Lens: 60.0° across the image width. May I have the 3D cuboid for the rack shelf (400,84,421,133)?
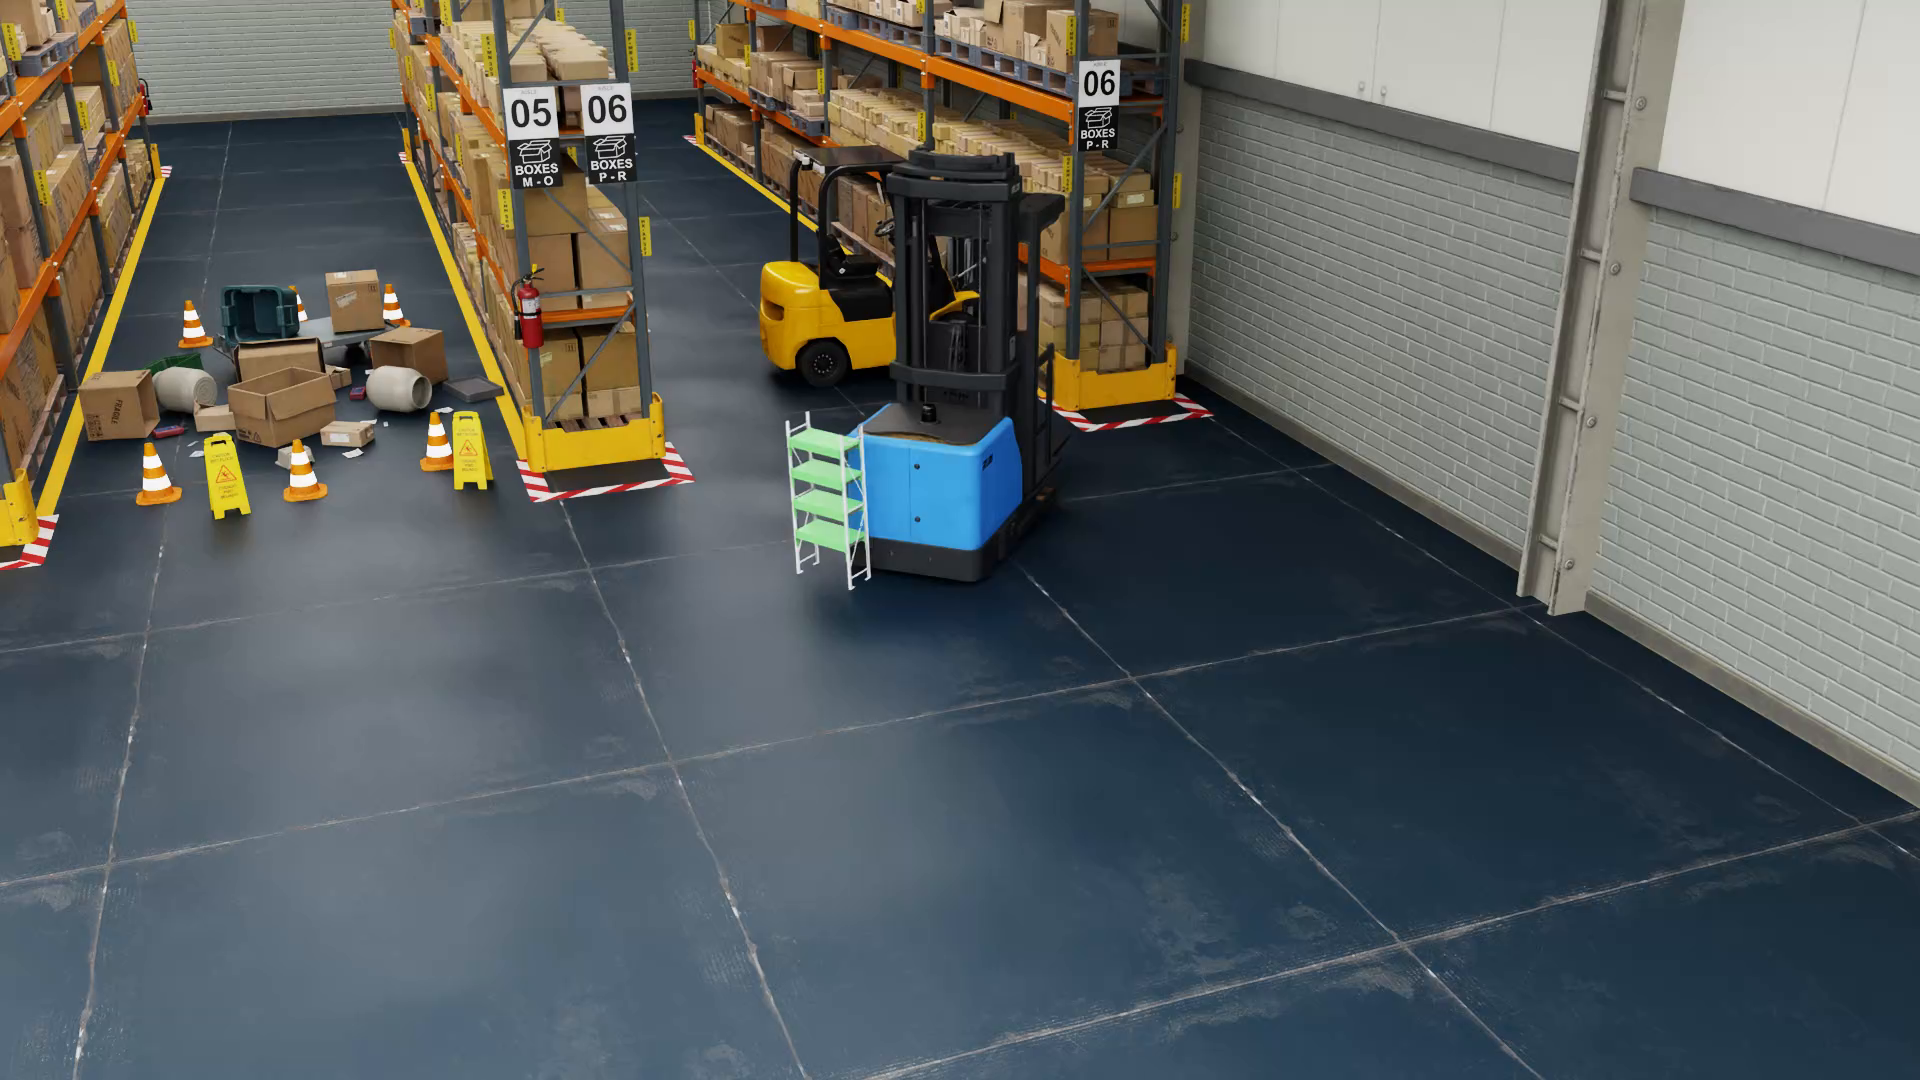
[{"bbox_3d":[-8.096,-6.821,26.122,1.077,0.370,4.000,-8,24,-19],"label":"rack shelf"}]

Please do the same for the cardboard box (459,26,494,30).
[{"bbox_3d":[-4.553,-4.806,15.850,0.380,0.149,0.250,-9,25,-21],"label":"cardboard box"}]

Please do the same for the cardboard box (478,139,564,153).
[{"bbox_3d":[-4.030,-3.422,15.331,0.700,0.500,0.500,-9,24,-19],"label":"cardboard box"}]

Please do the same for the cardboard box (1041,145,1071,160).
[{"bbox_3d":[1.054,-3.948,17.031,0.380,0.149,0.250,-8,24,-19],"label":"cardboard box"}]

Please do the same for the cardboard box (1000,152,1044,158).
[{"bbox_3d":[0.624,-3.782,16.637,0.380,0.149,0.250,-8,24,-18],"label":"cardboard box"}]

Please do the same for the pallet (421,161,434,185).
[{"bbox_3d":[-8.020,-5.872,26.534,1.003,0.211,1.213,-8,24,-19],"label":"pallet"}]

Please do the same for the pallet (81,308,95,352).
[{"bbox_3d":[-9.936,-2.232,17.899,1.003,0.211,1.213,-8,24,-19],"label":"pallet"}]

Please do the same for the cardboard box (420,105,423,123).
[{"bbox_3d":[-7.297,-5.973,23.376,0.500,0.250,0.500,-9,24,-20],"label":"cardboard box"}]

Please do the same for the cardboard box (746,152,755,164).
[{"bbox_3d":[-3.219,-6.150,26.734,0.380,0.149,0.250,-9,25,-21],"label":"cardboard box"}]

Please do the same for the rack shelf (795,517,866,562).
[{"bbox_3d":[-0.936,-0.005,12.106,0.480,0.148,0.258,15,30,32],"label":"rack shelf"}]

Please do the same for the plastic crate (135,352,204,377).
[{"bbox_3d":[-7.872,-1.651,16.474,0.450,0.188,0.662,-6,21,12],"label":"plastic crate"}]

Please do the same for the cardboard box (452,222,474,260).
[{"bbox_3d":[-5.786,-3.749,20.748,0.950,0.372,0.625,-10,25,-23],"label":"cardboard box"}]

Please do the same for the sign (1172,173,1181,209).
[{"bbox_3d":[2.013,-3.258,15.524,0.100,0.325,0.005,-8,24,-19],"label":"sign"}]

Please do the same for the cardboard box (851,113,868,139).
[{"bbox_3d":[-1.062,-5.247,21.010,0.500,0.250,0.500,-9,24,-20],"label":"cardboard box"}]

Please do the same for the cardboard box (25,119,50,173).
[{"bbox_3d":[-9.878,-4.044,17.190,0.700,0.500,0.500,-9,24,-20],"label":"cardboard box"}]

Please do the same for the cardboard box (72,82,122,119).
[{"bbox_3d":[-11.924,-6.108,22.991,0.500,0.500,0.500,-9,24,-20],"label":"cardboard box"}]

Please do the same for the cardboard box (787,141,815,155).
[{"bbox_3d":[-2.349,-5.816,24.654,0.380,0.149,0.250,-7,24,-17],"label":"cardboard box"}]

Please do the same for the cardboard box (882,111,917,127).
[{"bbox_3d":[-0.728,-5.101,20.149,0.380,0.149,0.250,-8,24,-19],"label":"cardboard box"}]

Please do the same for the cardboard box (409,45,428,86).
[{"bbox_3d":[-7.503,-6.734,23.571,0.500,0.500,0.500,-8,24,-18],"label":"cardboard box"}]

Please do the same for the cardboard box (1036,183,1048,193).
[{"bbox_3d":[0.955,-3.372,16.049,0.380,0.149,0.250,-8,24,-18],"label":"cardboard box"}]

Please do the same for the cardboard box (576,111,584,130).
[{"bbox_3d":[-2.964,-3.497,13.771,0.380,0.149,0.250,-8,24,-19],"label":"cardboard box"}]

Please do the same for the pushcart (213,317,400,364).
[{"bbox_3d":[-6.679,-1.980,17.085,1.648,0.377,0.936,-18,29,-37],"label":"pushcart"}]

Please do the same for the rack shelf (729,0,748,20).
[{"bbox_3d":[-3.454,-8.886,27.158,1.077,0.370,4.000,-8,24,-19],"label":"rack shelf"}]

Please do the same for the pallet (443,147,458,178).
[{"bbox_3d":[-5.625,-4.640,20.267,1.213,0.211,1.003,-8,24,-19],"label":"pallet"}]

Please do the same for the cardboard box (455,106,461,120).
[{"bbox_3d":[-5.312,-4.677,18.220,0.380,0.149,0.250,-9,25,-21],"label":"cardboard box"}]

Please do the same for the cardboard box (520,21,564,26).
[{"bbox_3d":[-4.084,-4.984,16.271,0.380,0.149,0.250,-9,24,-20],"label":"cardboard box"}]

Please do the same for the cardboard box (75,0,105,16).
[{"bbox_3d":[-11.901,-7.228,22.491,0.500,0.250,0.500,-7,24,-16],"label":"cardboard box"}]

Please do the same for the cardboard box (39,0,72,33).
[{"bbox_3d":[-10.524,-5.929,19.088,0.500,0.500,0.500,-8,24,-19],"label":"cardboard box"}]

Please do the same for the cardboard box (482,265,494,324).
[{"bbox_3d":[-4.608,-2.540,17.072,0.500,0.500,0.500,-7,24,-16],"label":"cardboard box"}]

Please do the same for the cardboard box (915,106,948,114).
[{"bbox_3d":[-0.339,-5.264,20.537,0.380,0.149,0.250,-8,24,-19],"label":"cardboard box"}]

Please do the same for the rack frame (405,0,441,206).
[{"bbox_3d":[-7.389,-6.426,24.258,1.000,3.000,0.127,-8,24,-19],"label":"rack frame"}]

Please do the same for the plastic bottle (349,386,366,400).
[{"bbox_3d":[-5.862,-1.439,16.209,0.133,0.061,0.283,-4,23,-10],"label":"plastic bottle"}]

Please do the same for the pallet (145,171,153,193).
[{"bbox_3d":[-13.117,-5.551,25.772,1.003,0.211,1.213,-8,24,-19],"label":"pallet"}]

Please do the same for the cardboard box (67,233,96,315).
[{"bbox_3d":[-10.129,-2.863,18.160,1.050,0.750,0.750,-8,24,-18],"label":"cardboard box"}]

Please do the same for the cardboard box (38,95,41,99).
[{"bbox_3d":[-12.084,-5.662,21.462,0.380,0.149,0.250,-8,24,-19],"label":"cardboard box"}]

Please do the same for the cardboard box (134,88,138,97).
[{"bbox_3d":[-13.018,-6.968,25.868,0.380,0.149,0.250,-8,24,-19],"label":"cardboard box"}]

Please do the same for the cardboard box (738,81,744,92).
[{"bbox_3d":[-3.323,-7.257,26.552,0.380,0.149,0.250,-8,24,-18],"label":"cardboard box"}]

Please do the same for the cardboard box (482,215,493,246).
[{"bbox_3d":[-4.304,-3.141,15.952,0.500,0.500,0.500,-9,24,-19],"label":"cardboard box"}]

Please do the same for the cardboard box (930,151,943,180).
[{"bbox_3d":[-0.009,-4.051,18.493,0.500,0.500,0.500,-9,24,-20],"label":"cardboard box"}]

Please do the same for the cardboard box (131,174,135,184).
[{"bbox_3d":[-12.274,-5.268,24.256,0.380,0.149,0.250,-7,24,-17],"label":"cardboard box"}]

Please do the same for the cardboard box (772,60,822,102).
[{"bbox_3d":[-2.325,-6.668,24.163,0.700,0.500,0.500,-8,24,-19],"label":"cardboard box"}]

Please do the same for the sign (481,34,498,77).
[{"bbox_3d":[-3.677,-3.787,12.995,0.100,0.325,0.005,-8,24,-19],"label":"sign"}]

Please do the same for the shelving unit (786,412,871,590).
[{"bbox_3d":[-0.944,-0.280,11.977,0.503,1.200,0.258,15,30,32],"label":"shelving unit"}]

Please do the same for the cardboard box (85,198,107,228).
[{"bbox_3d":[-10.589,-3.928,20.043,0.500,0.250,0.500,-9,25,-21],"label":"cardboard box"}]

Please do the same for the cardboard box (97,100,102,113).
[{"bbox_3d":[-11.565,-5.712,21.963,0.380,0.149,0.250,-8,24,-19],"label":"cardboard box"}]

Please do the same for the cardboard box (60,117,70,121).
[{"bbox_3d":[-10.651,-4.900,19.655,0.380,0.149,0.250,-9,24,-20],"label":"cardboard box"}]

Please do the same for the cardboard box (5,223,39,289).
[{"bbox_3d":[-8.802,-2.543,14.853,0.875,0.550,0.550,-8,24,-19],"label":"cardboard box"}]

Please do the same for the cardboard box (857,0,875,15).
[{"bbox_3d":[-0.947,-6.657,20.144,0.500,0.500,0.500,-8,24,-18],"label":"cardboard box"}]

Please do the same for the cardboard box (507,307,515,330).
[{"bbox_3d":[-3.870,-2.016,14.994,0.380,0.149,0.250,-8,24,-17],"label":"cardboard box"}]

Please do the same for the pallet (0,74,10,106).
[{"bbox_3d":[-8.879,-3.846,14.389,1.003,0.211,1.213,-8,24,-19],"label":"pallet"}]

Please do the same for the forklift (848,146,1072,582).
[{"bbox_3d":[0.151,-1.595,12.884,1.130,2.935,3.031,8,24,18],"label":"forklift"}]

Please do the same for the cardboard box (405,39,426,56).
[{"bbox_3d":[-7.815,-7.066,24.361,0.500,0.500,0.500,-9,24,-19],"label":"cardboard box"}]

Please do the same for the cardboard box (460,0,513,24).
[{"bbox_3d":[-4.887,-5.449,17.087,0.500,0.250,0.500,-8,24,-18],"label":"cardboard box"}]

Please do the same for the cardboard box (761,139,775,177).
[{"bbox_3d":[-2.787,-5.943,25.791,0.500,0.500,0.500,-7,24,-17],"label":"cardboard box"}]

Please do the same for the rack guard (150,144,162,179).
[{"bbox_3d":[-13.371,-5.984,26.428,1.175,0.500,0.348,-8,24,-19],"label":"rack guard"}]

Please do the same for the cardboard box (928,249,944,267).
[{"bbox_3d":[-0.039,-3.140,18.818,0.500,0.250,0.500,-8,24,-19],"label":"cardboard box"}]
